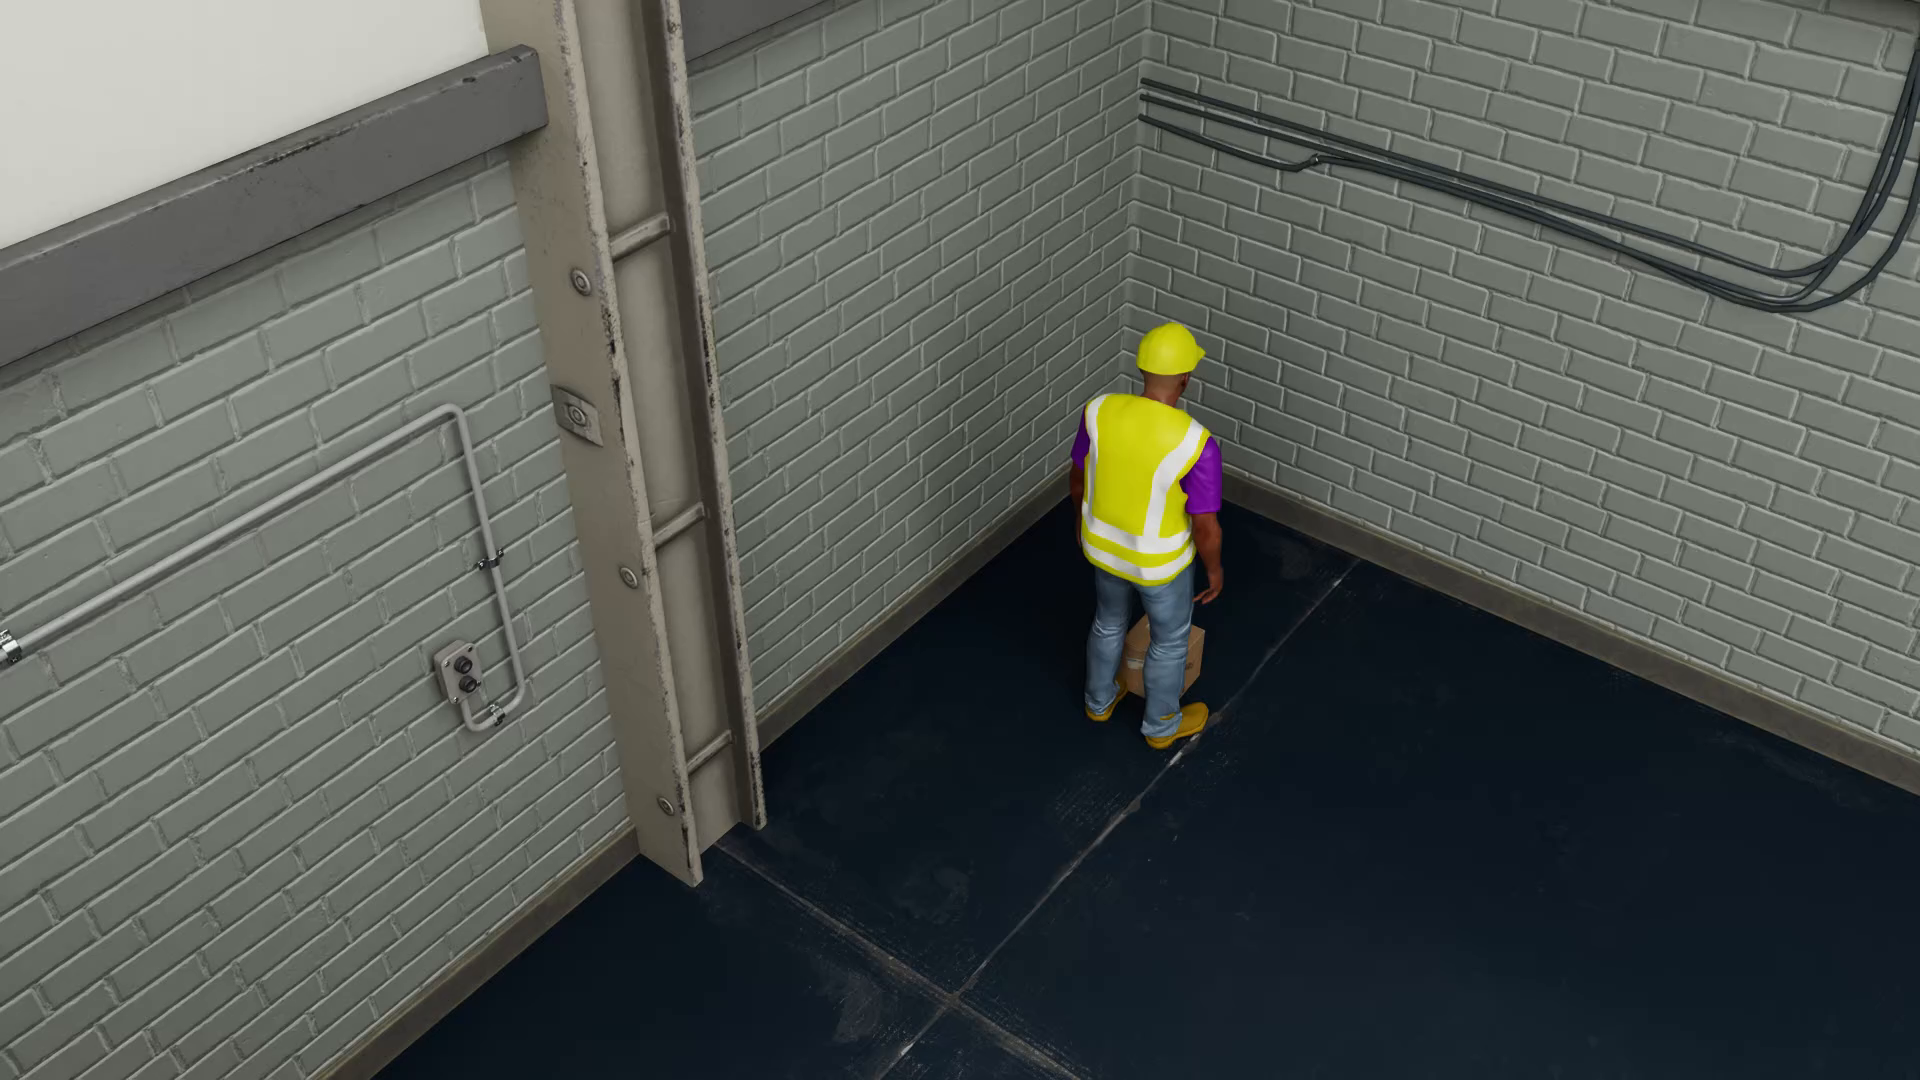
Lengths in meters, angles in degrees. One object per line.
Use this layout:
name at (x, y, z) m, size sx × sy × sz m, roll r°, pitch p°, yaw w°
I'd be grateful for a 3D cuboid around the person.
person at (0.690, 0.005, 6.132) m, size 0.628 × 1.761 × 0.462 m, roll 25°, pitch 45°, yaw 28°
